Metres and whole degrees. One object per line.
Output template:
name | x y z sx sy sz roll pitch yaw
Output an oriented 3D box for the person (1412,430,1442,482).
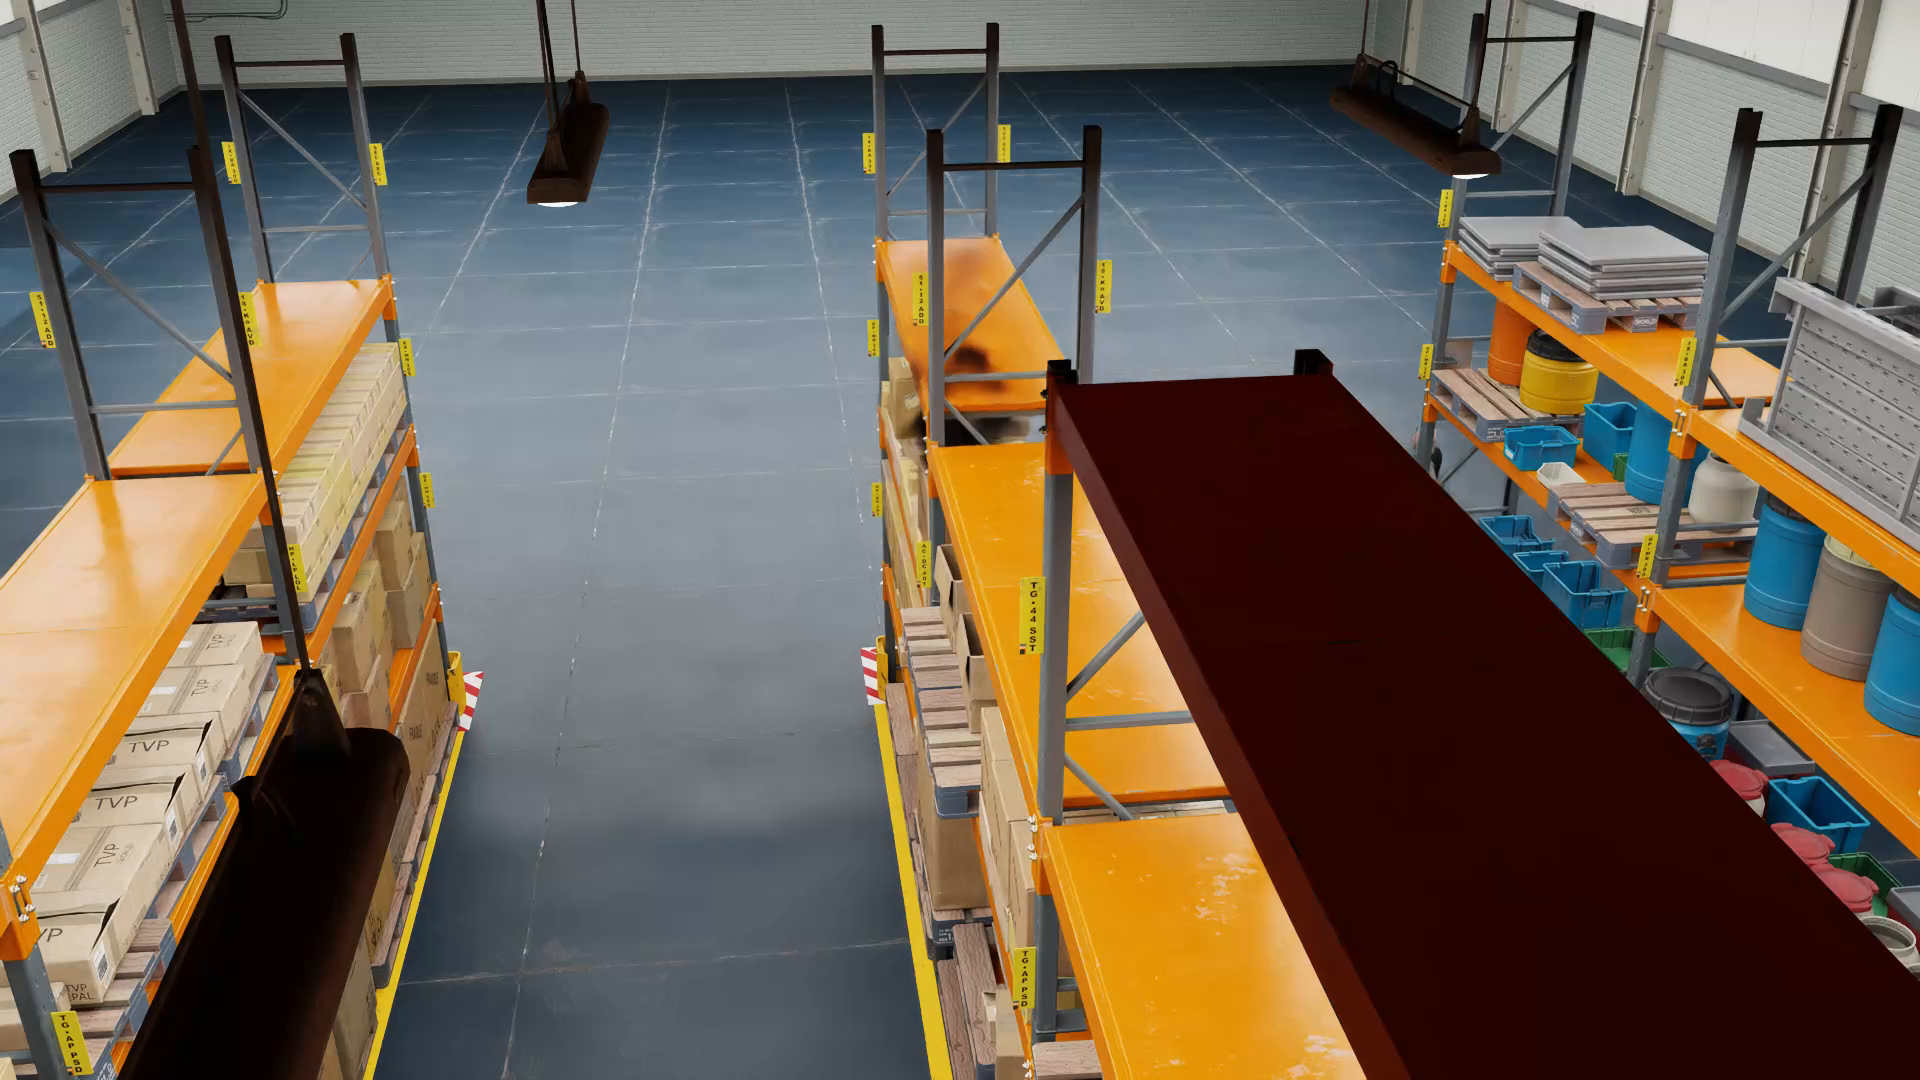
person | 4.802 -0.338 17.209 0.882 1.726 0.716 9 27 18
